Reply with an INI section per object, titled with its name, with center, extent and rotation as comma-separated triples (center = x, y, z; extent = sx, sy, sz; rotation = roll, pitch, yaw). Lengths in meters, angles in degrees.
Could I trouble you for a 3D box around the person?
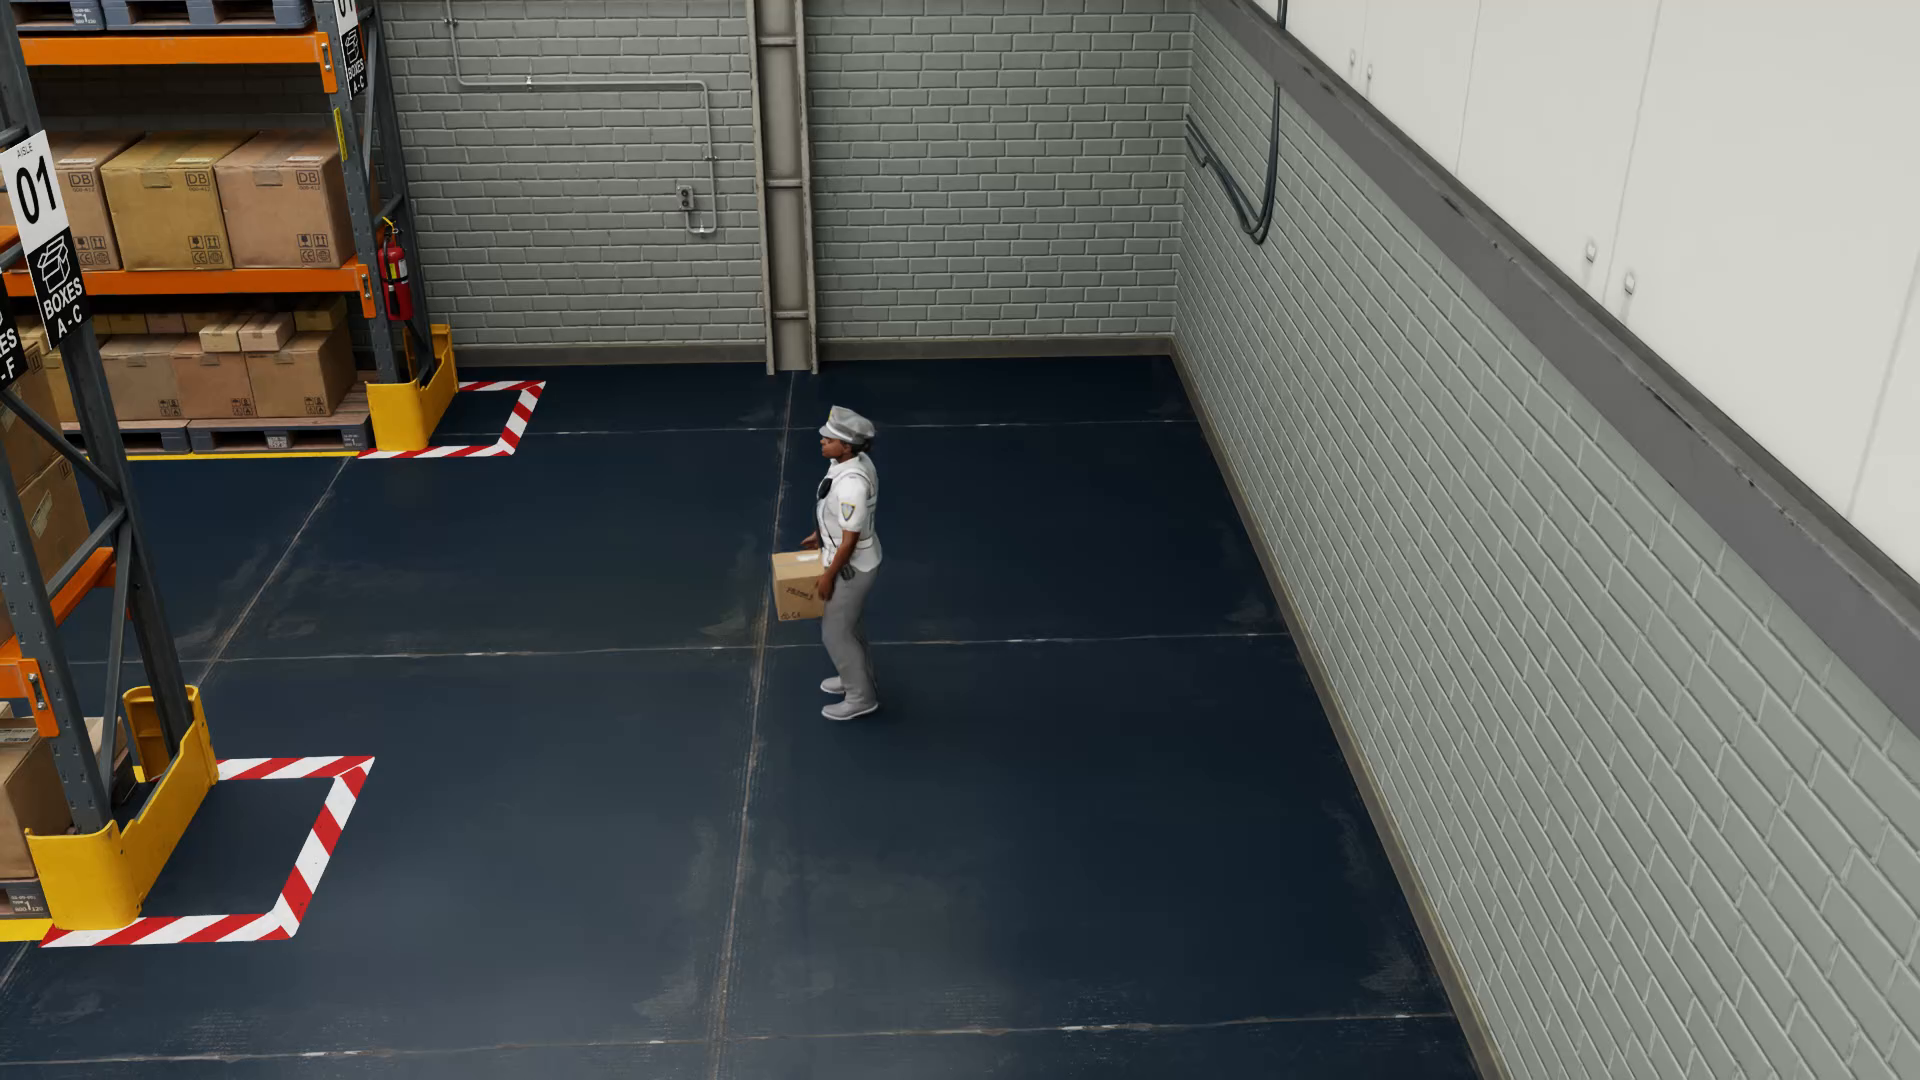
[person]
center = -0.604, 0.122, 8.367
extent = 0.428, 1.696, 0.527
rotation = -1, 28, -2
